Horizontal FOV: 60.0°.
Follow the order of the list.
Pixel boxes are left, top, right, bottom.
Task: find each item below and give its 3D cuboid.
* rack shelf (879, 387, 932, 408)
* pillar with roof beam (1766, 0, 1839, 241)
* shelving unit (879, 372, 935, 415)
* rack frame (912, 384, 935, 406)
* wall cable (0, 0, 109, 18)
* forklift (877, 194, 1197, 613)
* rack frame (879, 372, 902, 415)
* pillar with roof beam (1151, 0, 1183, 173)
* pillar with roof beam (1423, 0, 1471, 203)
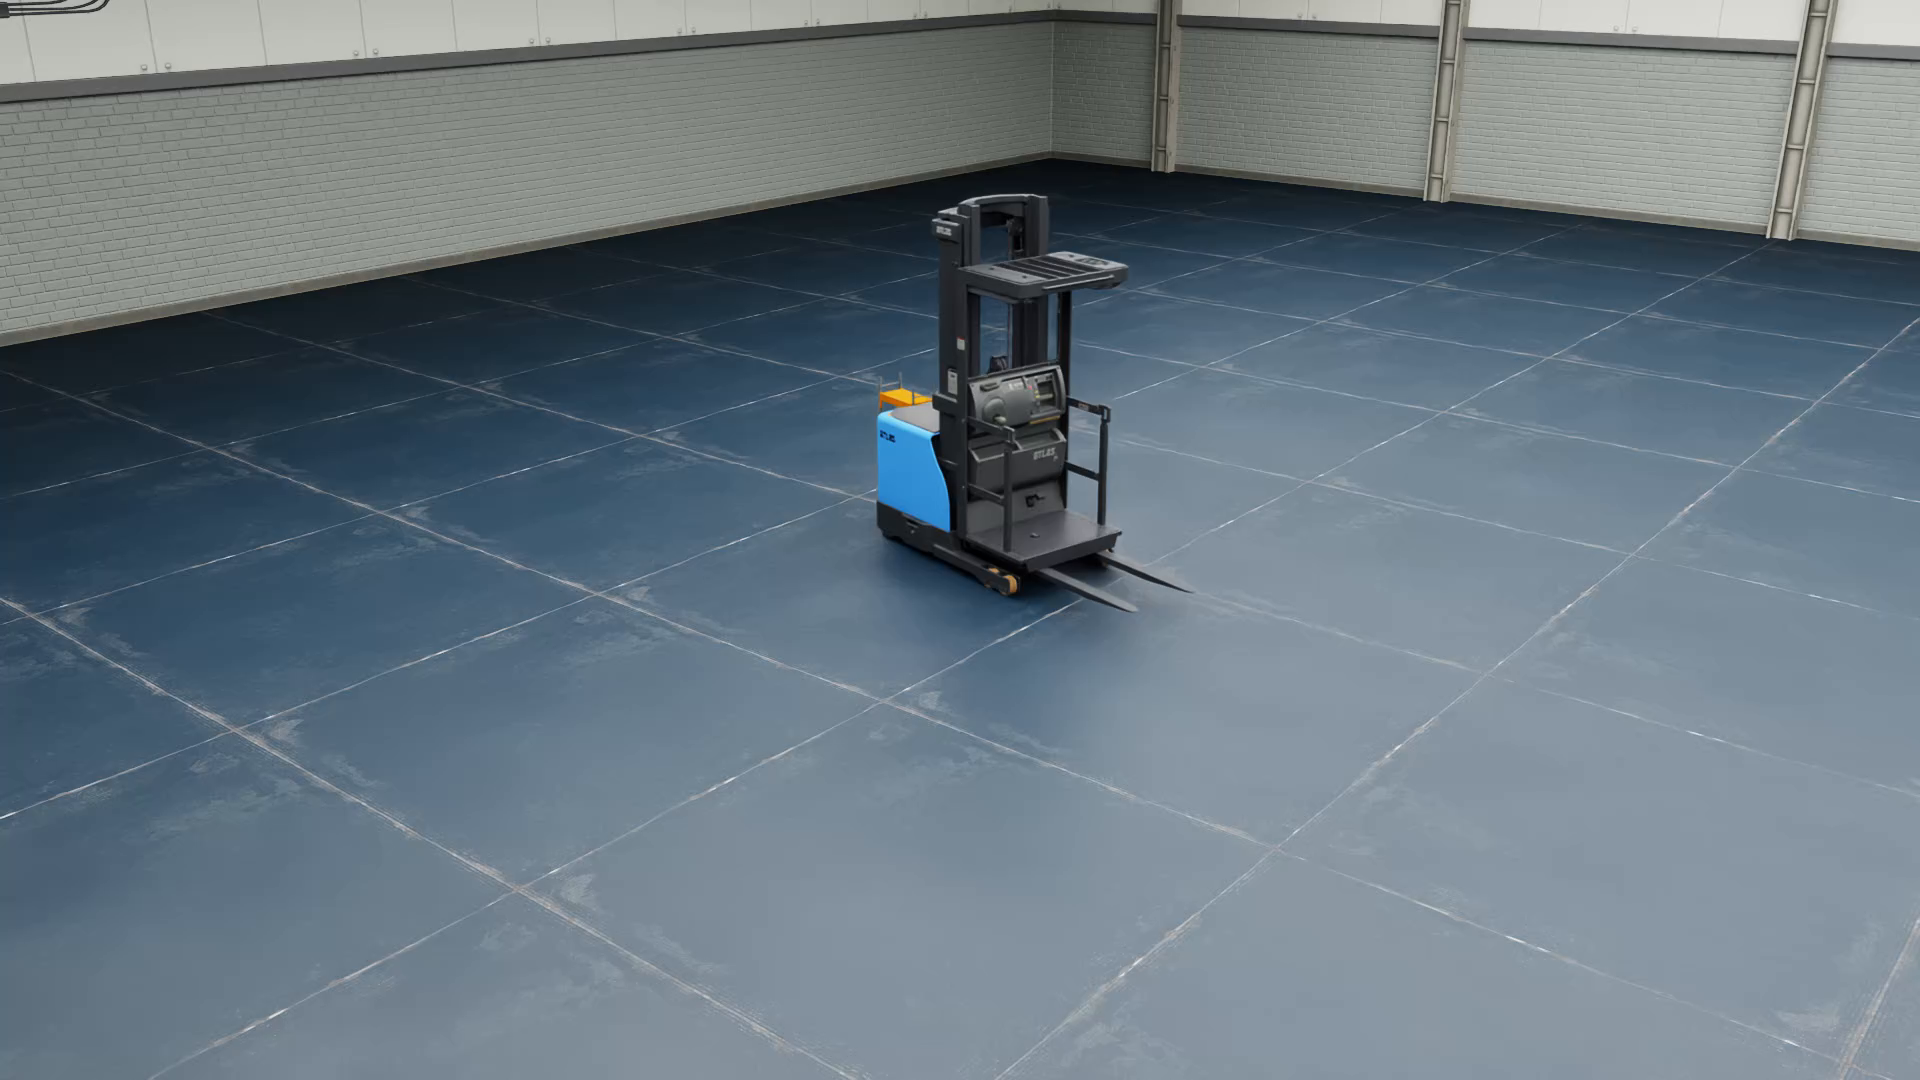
[{"bbox_3d":[-0.464,-1.193,14.520,0.258,0.148,0.480,-15,26,-35],"label":"rack shelf"},{"bbox_3d":[10.781,-8.003,22.640,0.400,9.000,9.100,16,26,36],"label":"pillar with roof beam"},{"bbox_3d":[-0.464,-0.825,14.658,0.258,1.200,0.503,-15,26,-35],"label":"shelving unit"},{"bbox_3d":[-0.313,-0.758,14.479,0.240,1.200,0.015,-15,26,-35],"label":"rack frame"},{"bbox_3d":[-11.142,-8.448,19.000,0.169,6.003,2.305,16,26,36],"label":"wall cable"},{"bbox_3d":[0.592,-1.129,13.011,1.130,2.935,3.031,-15,26,-35],"label":"forklift"},{"bbox_3d":[-0.615,-0.893,14.838,0.240,1.200,0.015,-15,26,-35],"label":"rack frame"},{"bbox_3d":[1.484,-10.680,29.739,0.400,9.000,9.100,16,26,36],"label":"pillar with roof beam"},{"bbox_3d":[6.133,-9.342,26.190,0.400,9.000,9.100,16,26,36],"label":"pillar with roof beam"}]
